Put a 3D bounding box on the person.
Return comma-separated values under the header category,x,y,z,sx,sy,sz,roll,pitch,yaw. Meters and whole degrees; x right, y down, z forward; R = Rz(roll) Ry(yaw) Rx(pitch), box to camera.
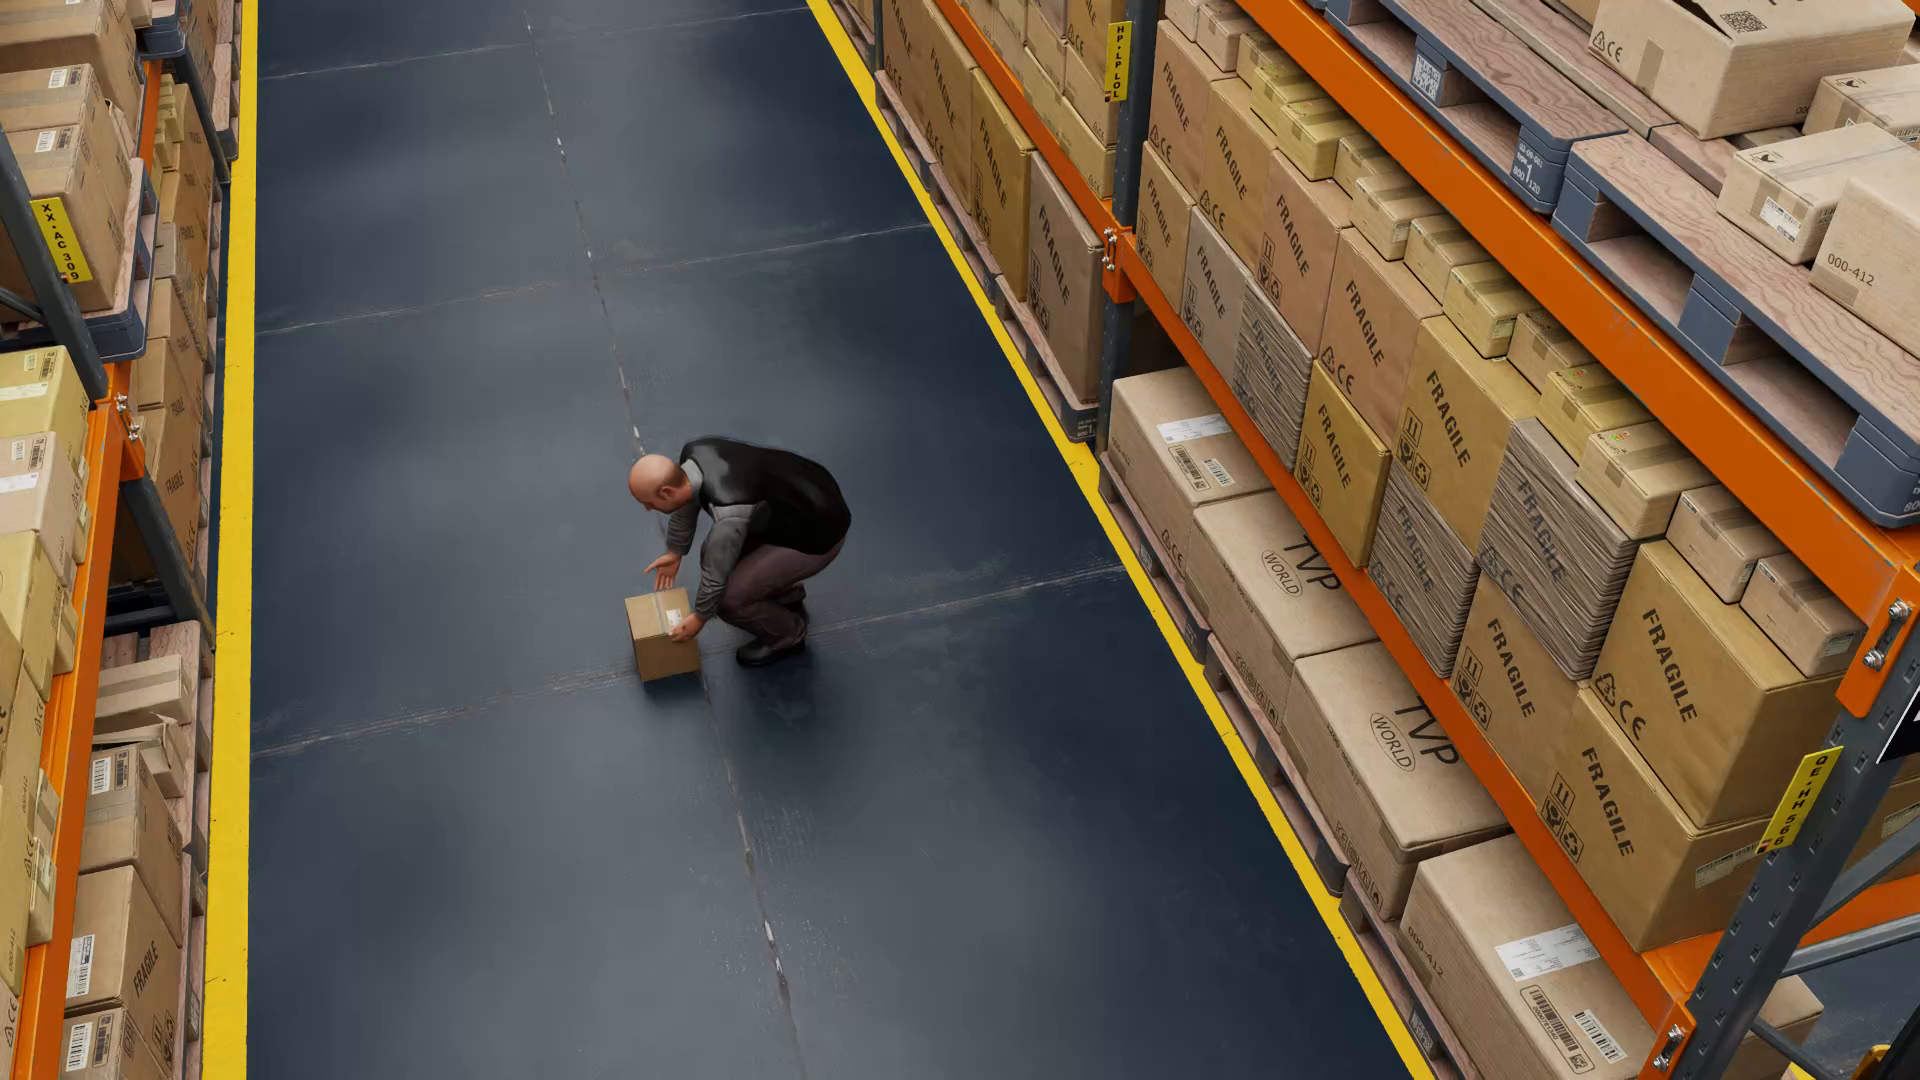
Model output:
category,x,y,z,sx,sy,sz,roll,pitch,yaw
person,-0.849,0.024,6.632,0.837,1.083,0.559,-12,43,-13
